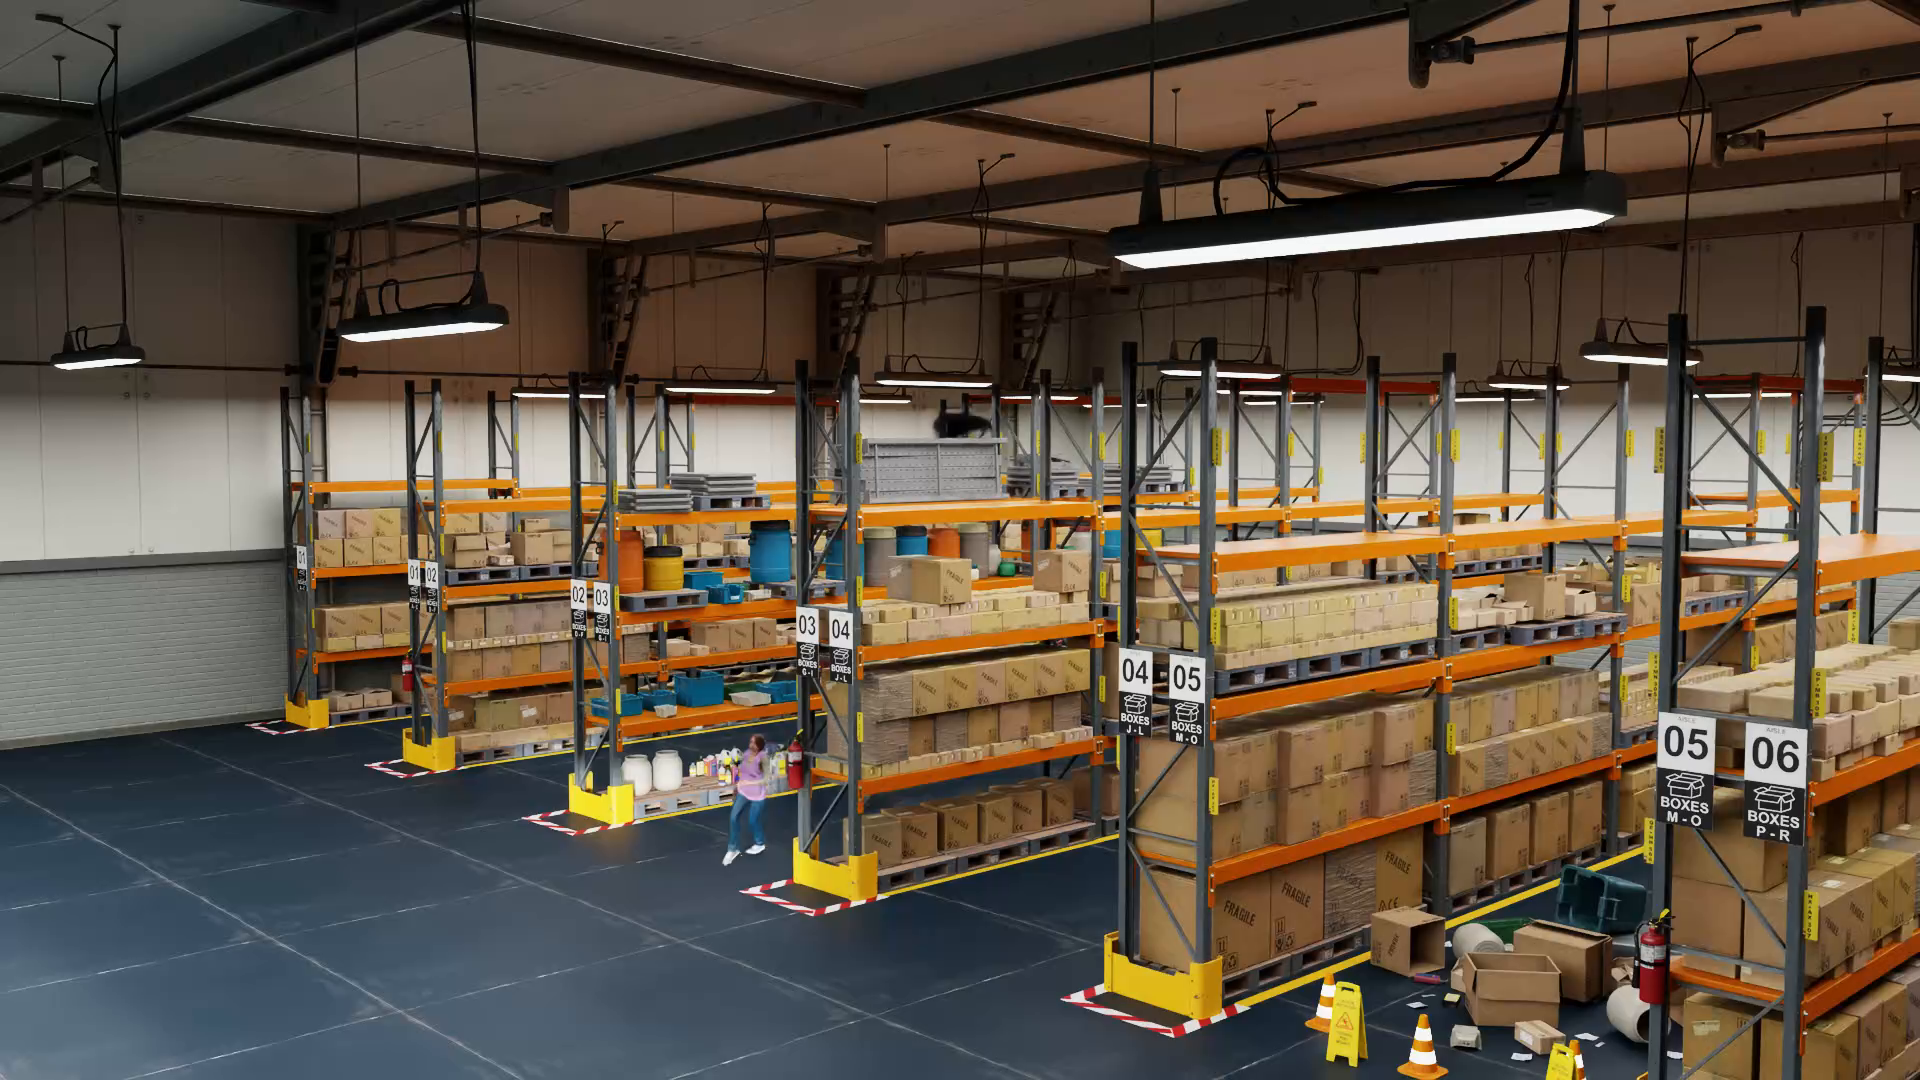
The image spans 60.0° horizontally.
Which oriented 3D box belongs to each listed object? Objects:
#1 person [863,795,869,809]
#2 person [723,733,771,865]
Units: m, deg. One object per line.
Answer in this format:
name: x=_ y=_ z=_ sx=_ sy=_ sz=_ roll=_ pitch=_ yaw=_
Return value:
person: x=-1.354 y=2.931 z=22.868 sx=0.597 sy=1.601 sz=0.738 roll=2 pitch=4 yaw=29
person: x=-2.475 y=3.108 z=20.047 sx=0.548 sy=1.554 sz=0.683 roll=2 pitch=4 yaw=29
